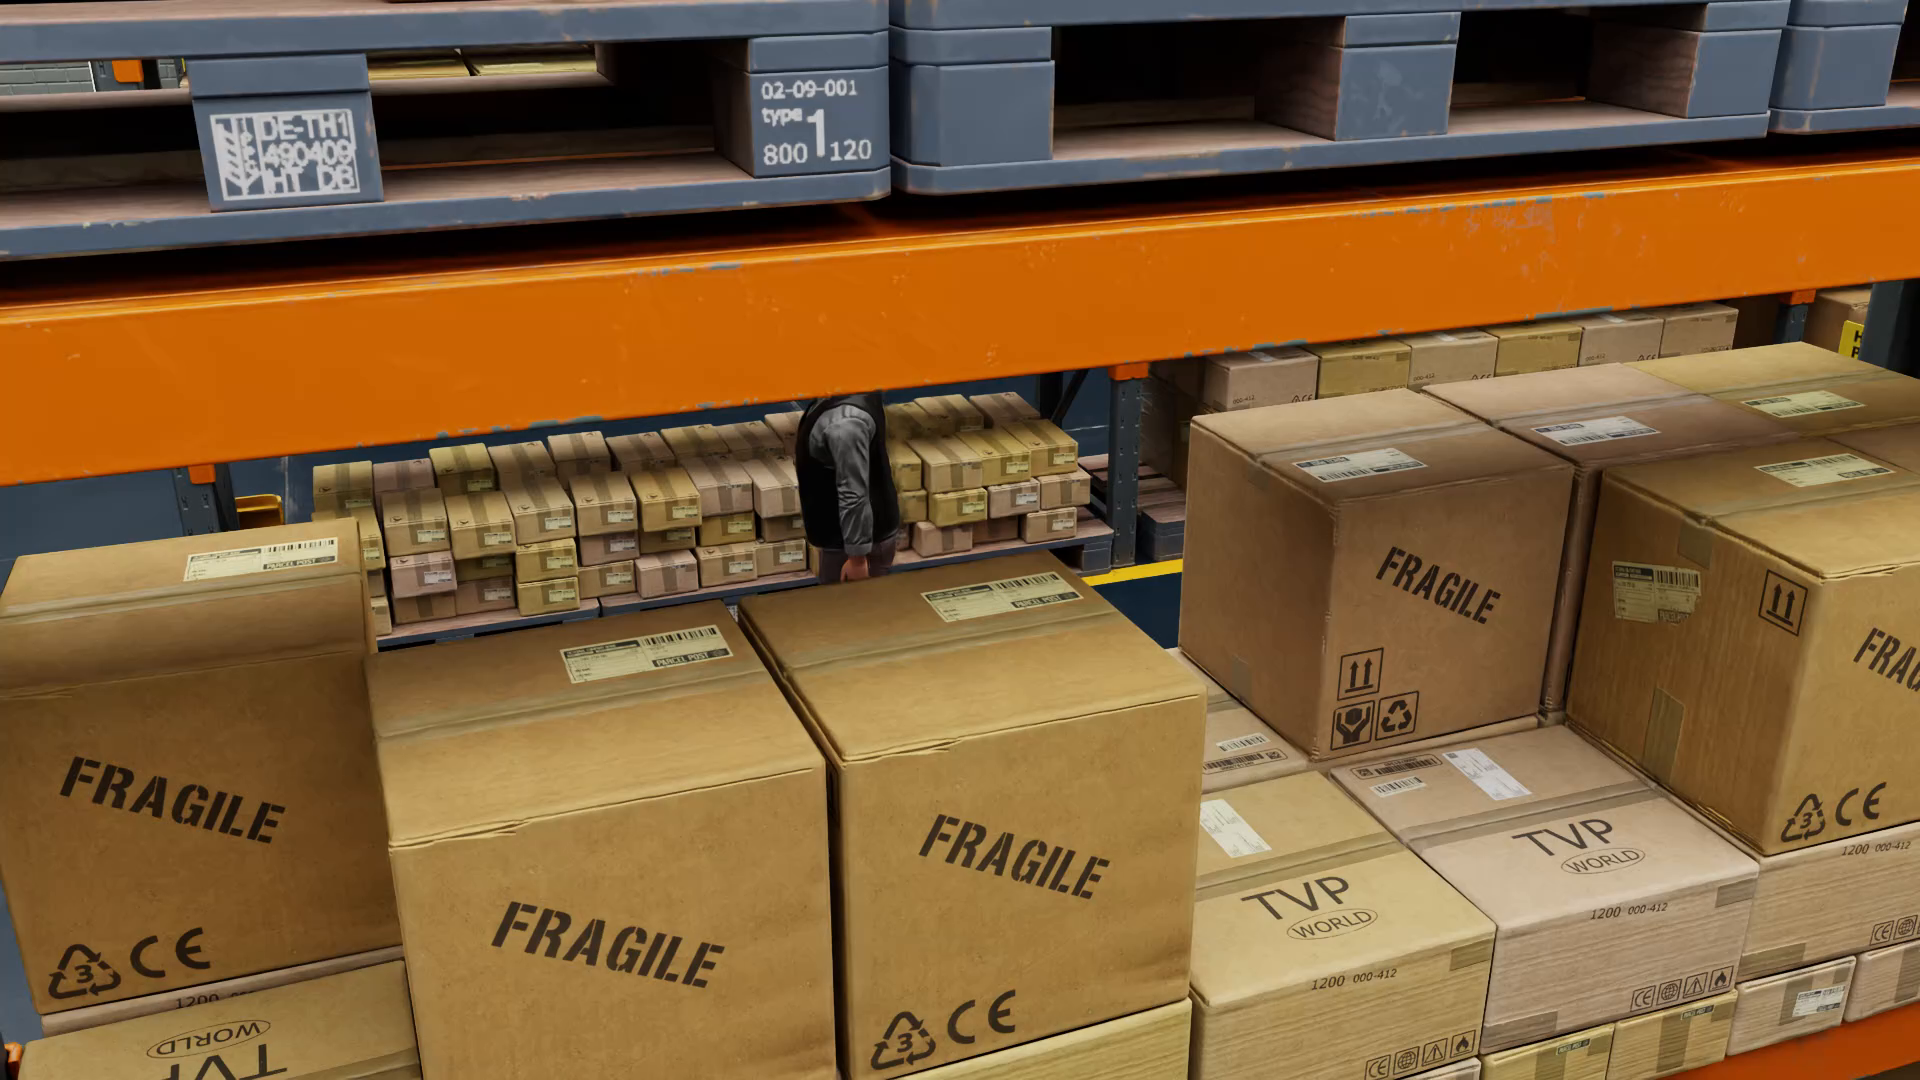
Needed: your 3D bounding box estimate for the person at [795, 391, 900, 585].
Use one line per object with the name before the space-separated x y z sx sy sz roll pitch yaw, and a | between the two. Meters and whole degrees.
person | -0.339 -0.014 6.154 0.503 1.718 0.586 0 22 0
